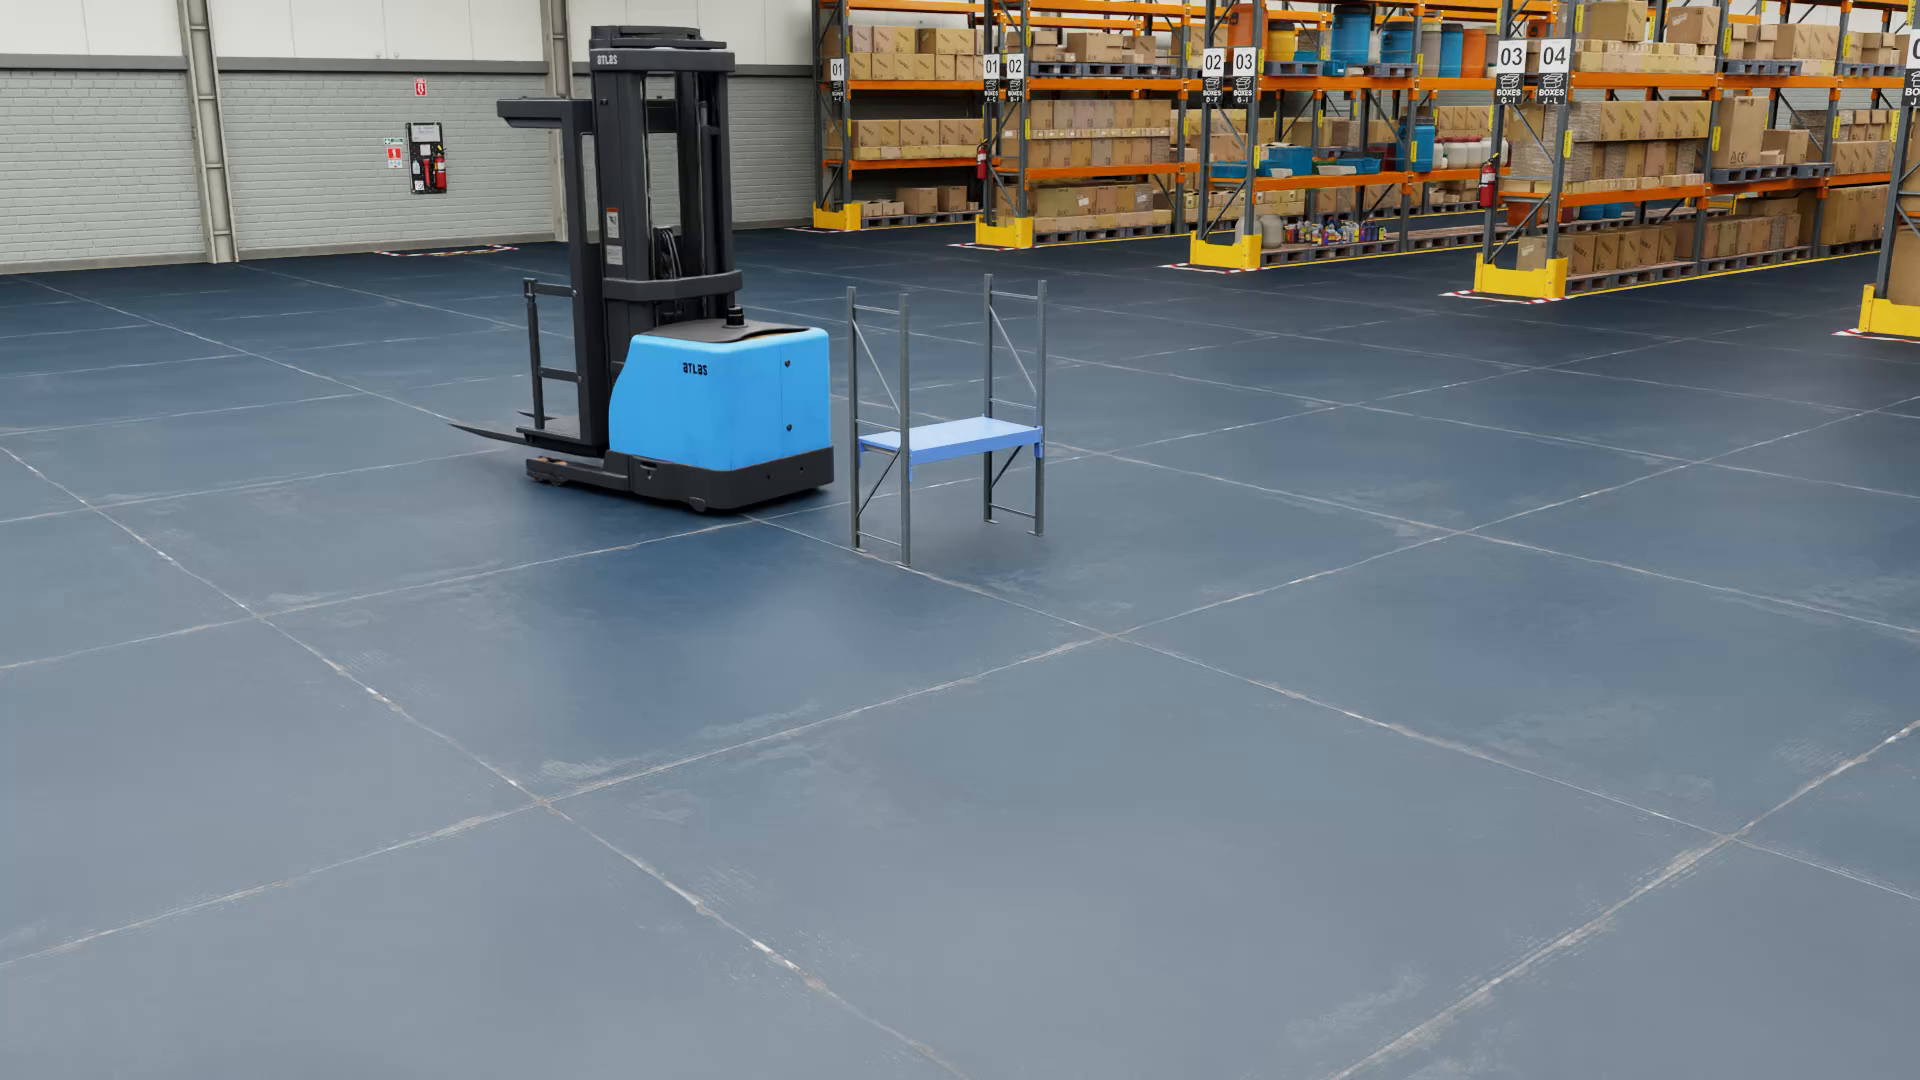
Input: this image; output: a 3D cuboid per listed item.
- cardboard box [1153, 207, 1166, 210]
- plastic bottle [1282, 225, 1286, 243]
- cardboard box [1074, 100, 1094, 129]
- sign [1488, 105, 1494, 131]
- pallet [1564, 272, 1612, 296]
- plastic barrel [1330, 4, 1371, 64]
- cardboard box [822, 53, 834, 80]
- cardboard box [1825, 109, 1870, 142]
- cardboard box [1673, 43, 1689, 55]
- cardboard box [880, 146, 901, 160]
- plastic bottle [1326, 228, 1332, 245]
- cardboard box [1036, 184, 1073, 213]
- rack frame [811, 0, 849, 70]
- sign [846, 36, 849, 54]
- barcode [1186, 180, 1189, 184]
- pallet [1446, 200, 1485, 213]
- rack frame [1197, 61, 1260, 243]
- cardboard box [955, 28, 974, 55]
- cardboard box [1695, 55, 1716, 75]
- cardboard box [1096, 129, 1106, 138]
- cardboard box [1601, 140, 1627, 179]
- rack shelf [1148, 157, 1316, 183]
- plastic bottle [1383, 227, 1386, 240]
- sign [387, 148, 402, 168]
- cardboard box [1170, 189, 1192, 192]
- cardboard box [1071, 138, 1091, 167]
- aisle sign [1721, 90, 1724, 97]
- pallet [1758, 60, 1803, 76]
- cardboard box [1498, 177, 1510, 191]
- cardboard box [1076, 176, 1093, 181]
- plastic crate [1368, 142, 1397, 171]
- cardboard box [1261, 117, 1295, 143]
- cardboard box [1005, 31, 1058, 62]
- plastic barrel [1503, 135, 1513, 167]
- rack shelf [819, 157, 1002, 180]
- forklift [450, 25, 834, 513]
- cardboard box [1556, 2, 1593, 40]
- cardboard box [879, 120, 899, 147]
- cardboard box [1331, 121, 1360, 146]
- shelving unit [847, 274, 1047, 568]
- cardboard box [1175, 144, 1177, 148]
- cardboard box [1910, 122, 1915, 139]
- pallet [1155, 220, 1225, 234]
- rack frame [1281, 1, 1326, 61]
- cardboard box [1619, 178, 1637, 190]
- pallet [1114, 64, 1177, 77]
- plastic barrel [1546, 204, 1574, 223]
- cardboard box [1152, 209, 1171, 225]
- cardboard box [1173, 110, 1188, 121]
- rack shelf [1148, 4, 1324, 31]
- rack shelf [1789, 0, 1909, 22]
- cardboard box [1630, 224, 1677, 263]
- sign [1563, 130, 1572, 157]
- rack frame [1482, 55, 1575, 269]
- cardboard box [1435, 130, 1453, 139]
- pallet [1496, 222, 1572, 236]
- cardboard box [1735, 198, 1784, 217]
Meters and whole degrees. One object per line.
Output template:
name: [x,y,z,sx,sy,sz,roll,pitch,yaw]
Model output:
cardboard box: [3.920,-6.276,31.948,0.500,0.250,0.500,-13,20,-40]
plastic bottle: [5.202,-4.952,26.889,0.133,0.283,0.061,-12,19,-38]
cardboard box: [1.953,-7.534,29.434,0.500,0.500,0.700,-13,19,-39]
sign: [6.931,-5.492,21.641,0.005,0.325,0.100,-13,19,-39]
pallet: [7.973,-3.465,22.312,1.213,0.211,1.003,-13,19,-39]
plastic barrel: [6.225,-8.057,26.502,0.708,0.901,0.600,-13,19,-39]
cardboard box: [-2.326,-9.188,32.291,0.500,0.500,0.500,-11,18,-35]
cardboard box: [14.370,-6.787,27.209,0.637,0.503,0.797,-12,19,-38]
cardboard box: [9.656,-6.665,22.596,0.250,0.149,0.380,-13,20,-41]
cardboard box: [-1.516,-7.610,32.679,0.500,0.250,0.500,-13,20,-41]
plastic bottle: [5.859,-4.831,26.459,0.097,0.271,0.097,0,15,0]
cardboard box: [1.734,-6.155,30.042,0.500,0.500,0.500,-13,19,-39]
rack frame: [-2.475,-10.460,31.470,0.127,3.000,1.000,-13,19,-39]
sign: [-2.119,-9.327,31.349,0.005,0.325,0.100,-13,19,-39]
barcode: [4.263,-6.706,31.174,0.075,0.075,0.001,-13,19,-39]
pallet: [11.272,-7.607,37.819,1.213,0.211,1.003,-13,19,-39]
rack frame: [4.028,-5.632,25.024,0.127,3.000,1.000,-13,19,-39]
cardboard box: [-0.066,-9.996,33.377,0.500,0.500,0.500,-11,19,-36]
cardboard box: [10.125,-6.595,23.104,0.500,0.250,0.500,-12,19,-37]
cardboard box: [2.377,-7.244,29.606,0.250,0.149,0.380,-12,19,-39]
cardboard box: [8.417,-5.132,22.382,0.500,0.500,0.875,-13,19,-39]
rack shelf: [5.306,-7.266,32.534,4.000,0.370,1.077,-13,19,-39]
plastic bottle: [6.977,-5.049,27.408,0.097,0.201,0.097,0,15,0]
sign: [-9.415,-6.364,27.694,0.234,0.329,0.001,-13,19,-39]
cardboard box: [4.303,-6.634,32.202,0.500,0.311,0.500,-12,19,-38]
cardboard box: [1.912,-6.895,29.558,0.500,0.500,0.700,-12,19,-39]
aisle sign: [15.958,-9.669,35.098,0.004,0.787,0.394,-13,19,-39]
pallet: [11.613,-6.964,24.562,1.003,0.211,1.213,-13,19,-39]
cardboard box: [12.601,-8.173,38.525,0.500,0.500,0.500,-13,19,-39]
cardboard box: [2.580,-8.067,36.677,0.500,0.250,0.500,-12,19,-38]
plastic crate: [7.210,-6.483,28.083,0.583,0.464,0.402,-13,19,-39]
cardboard box: [7.552,-9.950,40.607,0.700,0.700,0.980,-13,20,-41]
cardboard box: [1.216,-8.464,28.525,0.637,0.503,0.797,-11,18,-36]
plastic barrel: [9.912,-6.916,29.565,0.708,0.536,0.600,-13,19,-39]
rack shelf: [-0.966,-7.552,33.606,4.000,0.370,1.077,-13,19,-39]
forklift: [-2.300,-1.871,11.074,3.031,2.935,1.130,11,19,36]
cardboard box: [8.283,-6.863,22.079,0.500,0.500,0.500,-13,19,-39]
cardboard box: [-1.538,-7.965,32.554,0.500,0.500,0.500,-13,19,-39]
cardboard box: [8.031,-8.450,34.565,0.500,0.500,0.700,-9,17,-29]
shelving unit: [-0.064,-0.710,9.502,1.048,1.500,0.538,-13,19,-39]
cardboard box: [4.913,-9.039,38.224,0.250,0.149,0.380,-12,19,-39]
cardboard box: [16.861,-7.166,29.026,0.500,0.500,0.500,-13,19,-39]
pallet: [4.327,-6.060,32.029,1.213,0.211,1.003,-13,19,-39]
rack frame: [6.815,-10.851,32.936,0.127,3.000,1.000,-13,19,-39]
cardboard box: [8.847,-4.784,22.334,0.250,0.149,0.380,-13,19,-39]
pallet: [3.171,-8.532,30.238,1.213,0.211,1.003,-13,19,-39]
plastic barrel: [11.273,-6.303,31.393,0.708,0.588,0.600,-13,19,-39]
cardboard box: [3.591,-6.028,31.021,0.500,0.250,0.500,-13,19,-39]
cardboard box: [4.851,-9.684,37.929,0.500,0.250,0.500,-12,19,-39]
rack shelf: [5.306,-9.971,31.812,4.000,0.370,1.077,-13,19,-39]
rack shelf: [14.824,-8.720,27.126,4.000,0.370,1.077,-13,19,-39]
cardboard box: [9.969,-4.281,23.995,0.500,0.500,0.500,-13,20,-41]
sign: [7.636,-4.981,20.907,0.005,0.325,0.100,-13,19,-39]
rack frame: [7.280,-4.668,21.414,0.127,3.000,1.000,-13,19,-39]
cardboard box: [10.396,-8.712,36.359,0.500,0.500,0.500,-12,19,-38]
pallet: [10.631,-5.782,30.988,1.213,0.211,1.003,-13,19,-39]
cardboard box: [12.436,-5.179,25.866,0.500,0.250,0.500,-10,18,-33]
